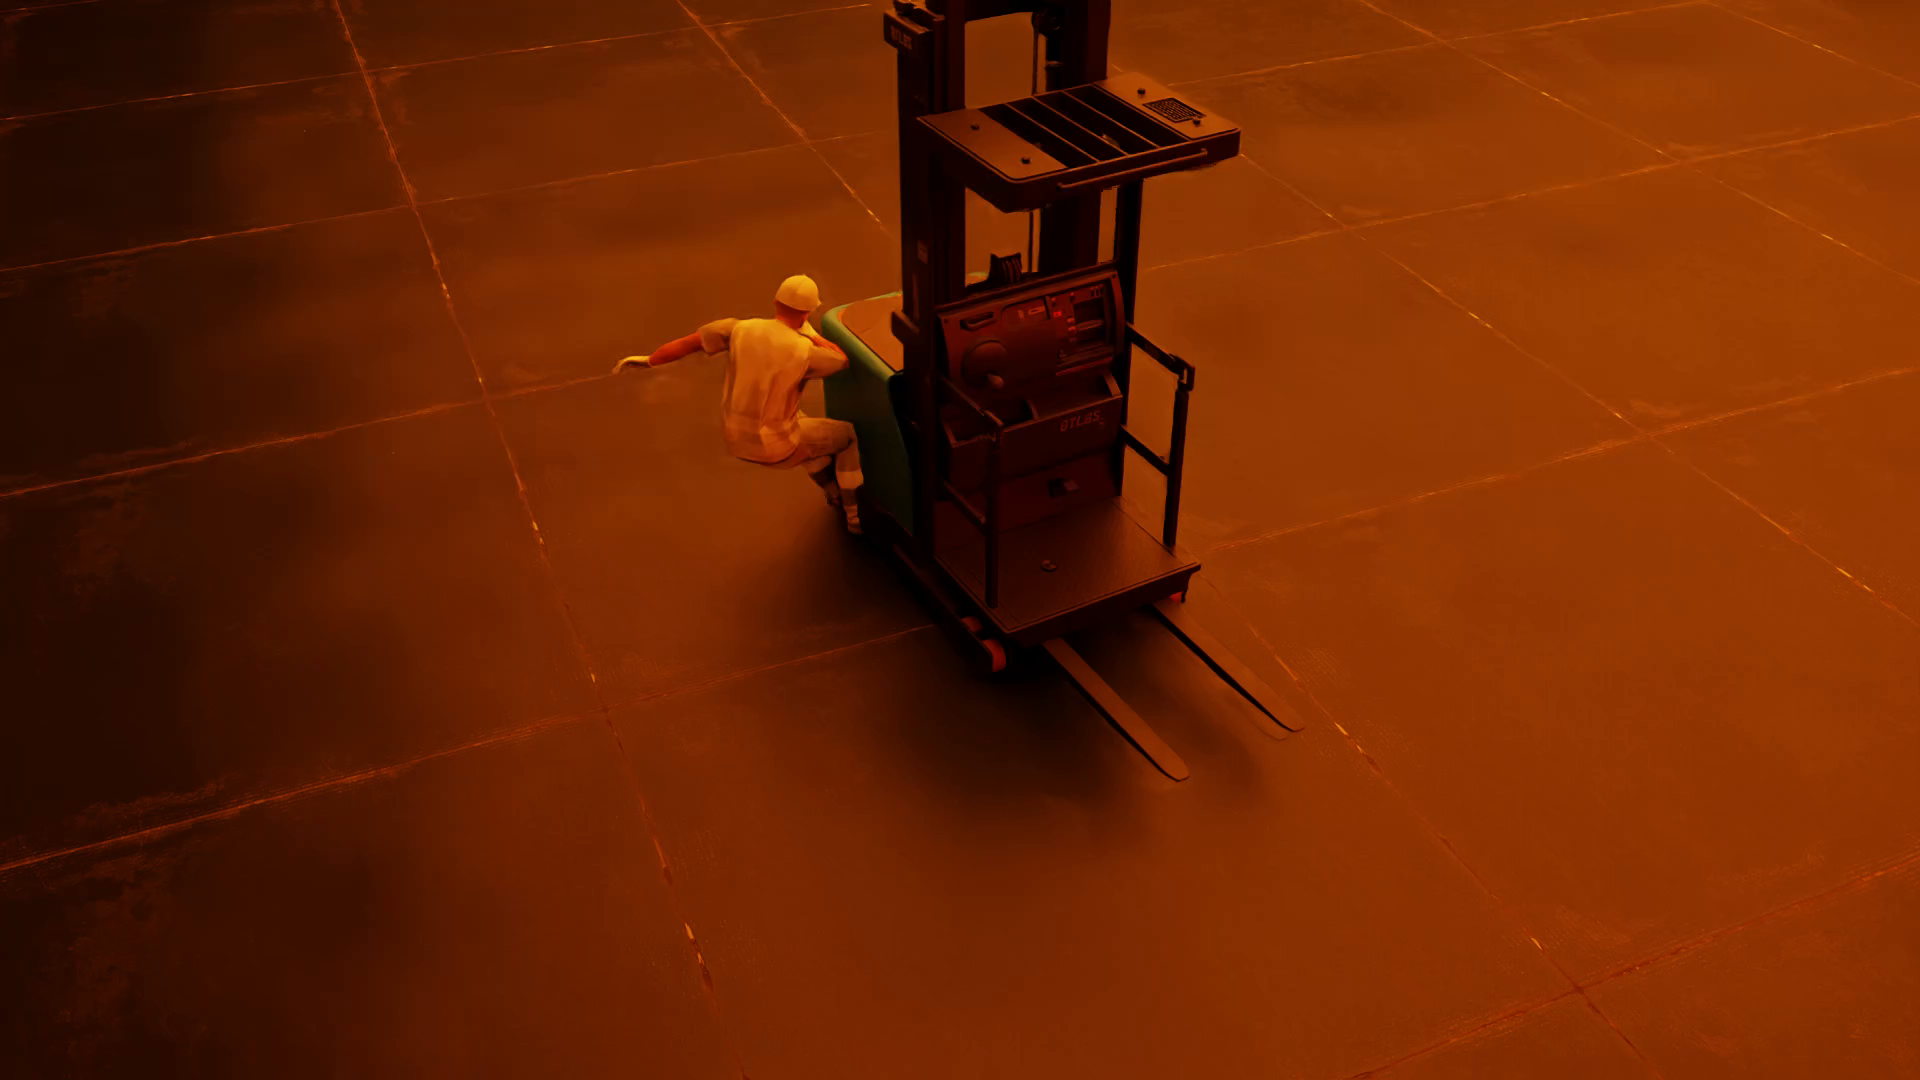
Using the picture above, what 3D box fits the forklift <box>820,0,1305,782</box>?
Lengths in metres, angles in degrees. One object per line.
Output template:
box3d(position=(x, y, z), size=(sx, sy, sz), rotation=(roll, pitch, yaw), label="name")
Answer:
box3d(position=(0.441, -0.878, 7.333), size=(1.130, 2.935, 3.031), rotation=(-18, 39, -24), label="forklift")

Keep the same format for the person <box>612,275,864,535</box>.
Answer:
box3d(position=(-0.970, -0.709, 8.396), size=(1.211, 1.450, 0.960), rotation=(17, 39, 22), label="person")
